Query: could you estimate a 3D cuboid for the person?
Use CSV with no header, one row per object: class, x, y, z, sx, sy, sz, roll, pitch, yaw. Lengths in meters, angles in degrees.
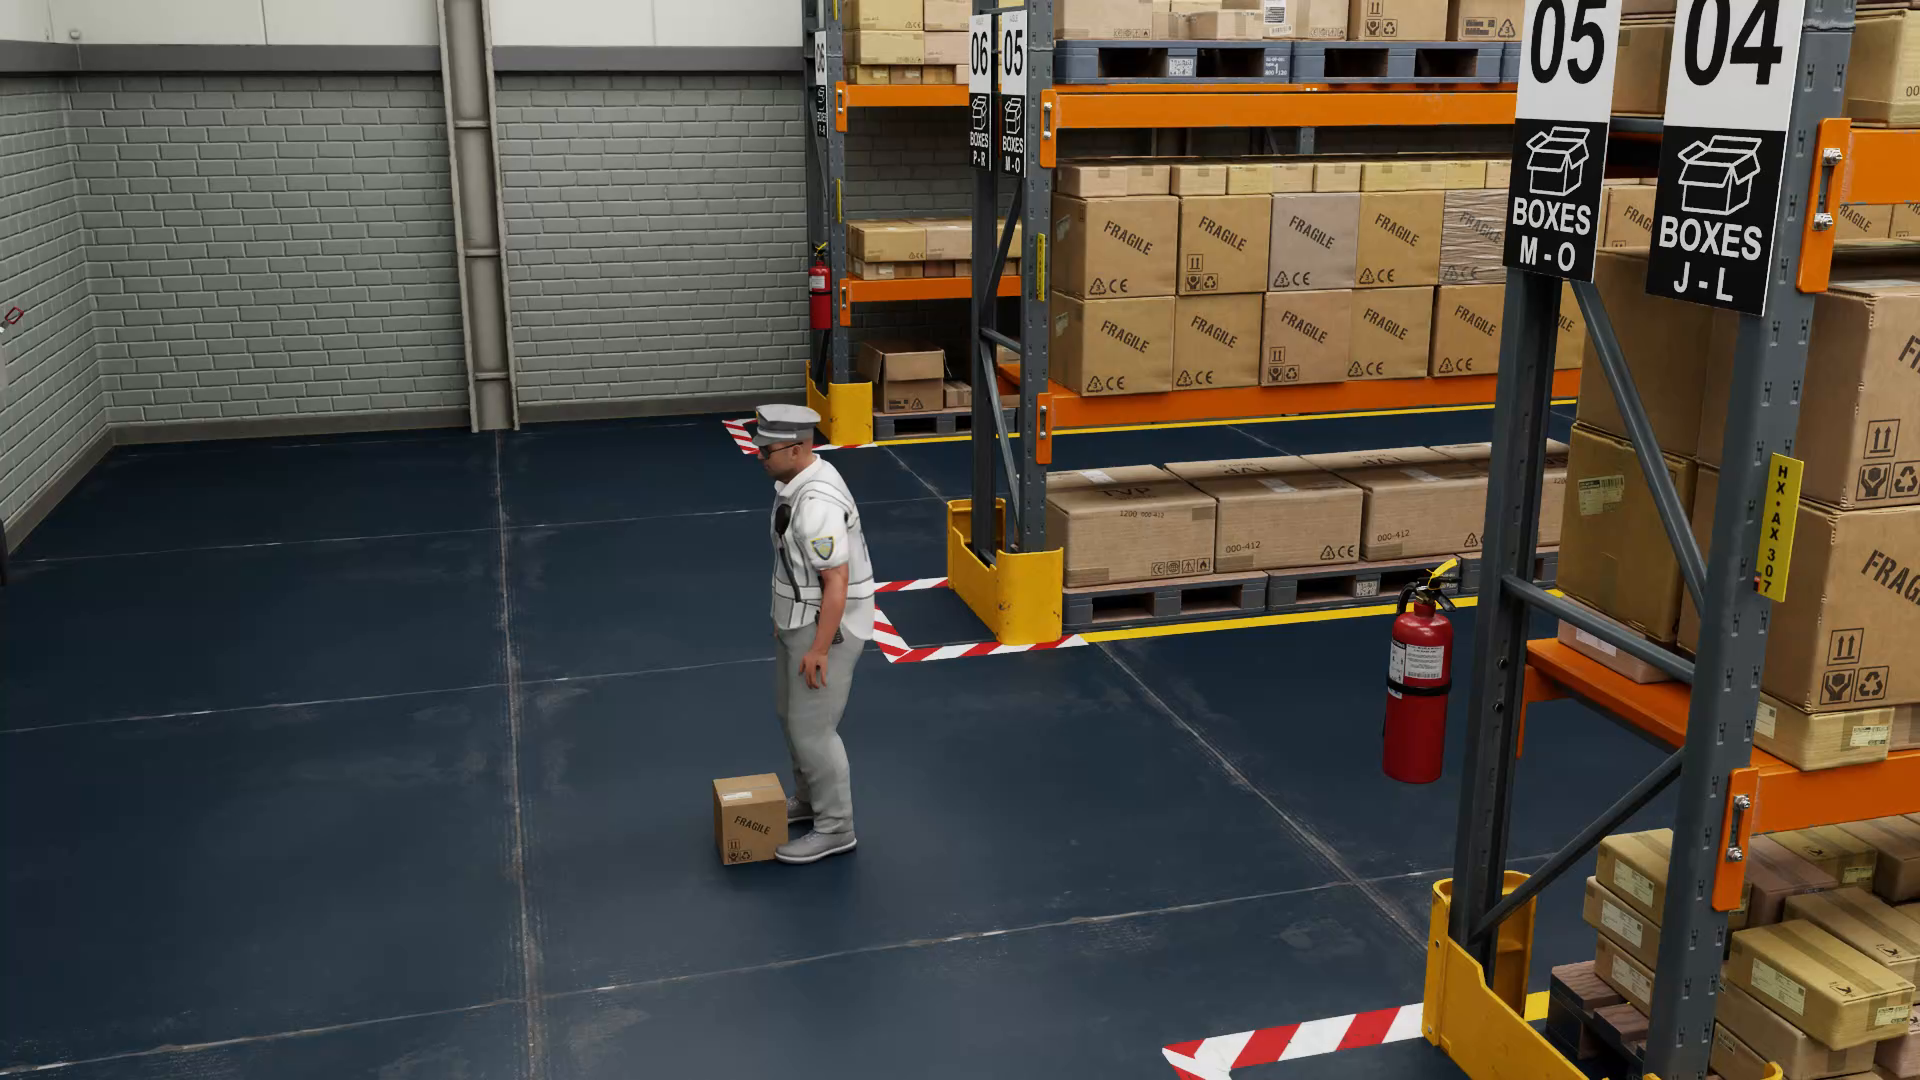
person,-0.554,0.338,6.328,0.435,1.748,0.591,-5,17,-16
